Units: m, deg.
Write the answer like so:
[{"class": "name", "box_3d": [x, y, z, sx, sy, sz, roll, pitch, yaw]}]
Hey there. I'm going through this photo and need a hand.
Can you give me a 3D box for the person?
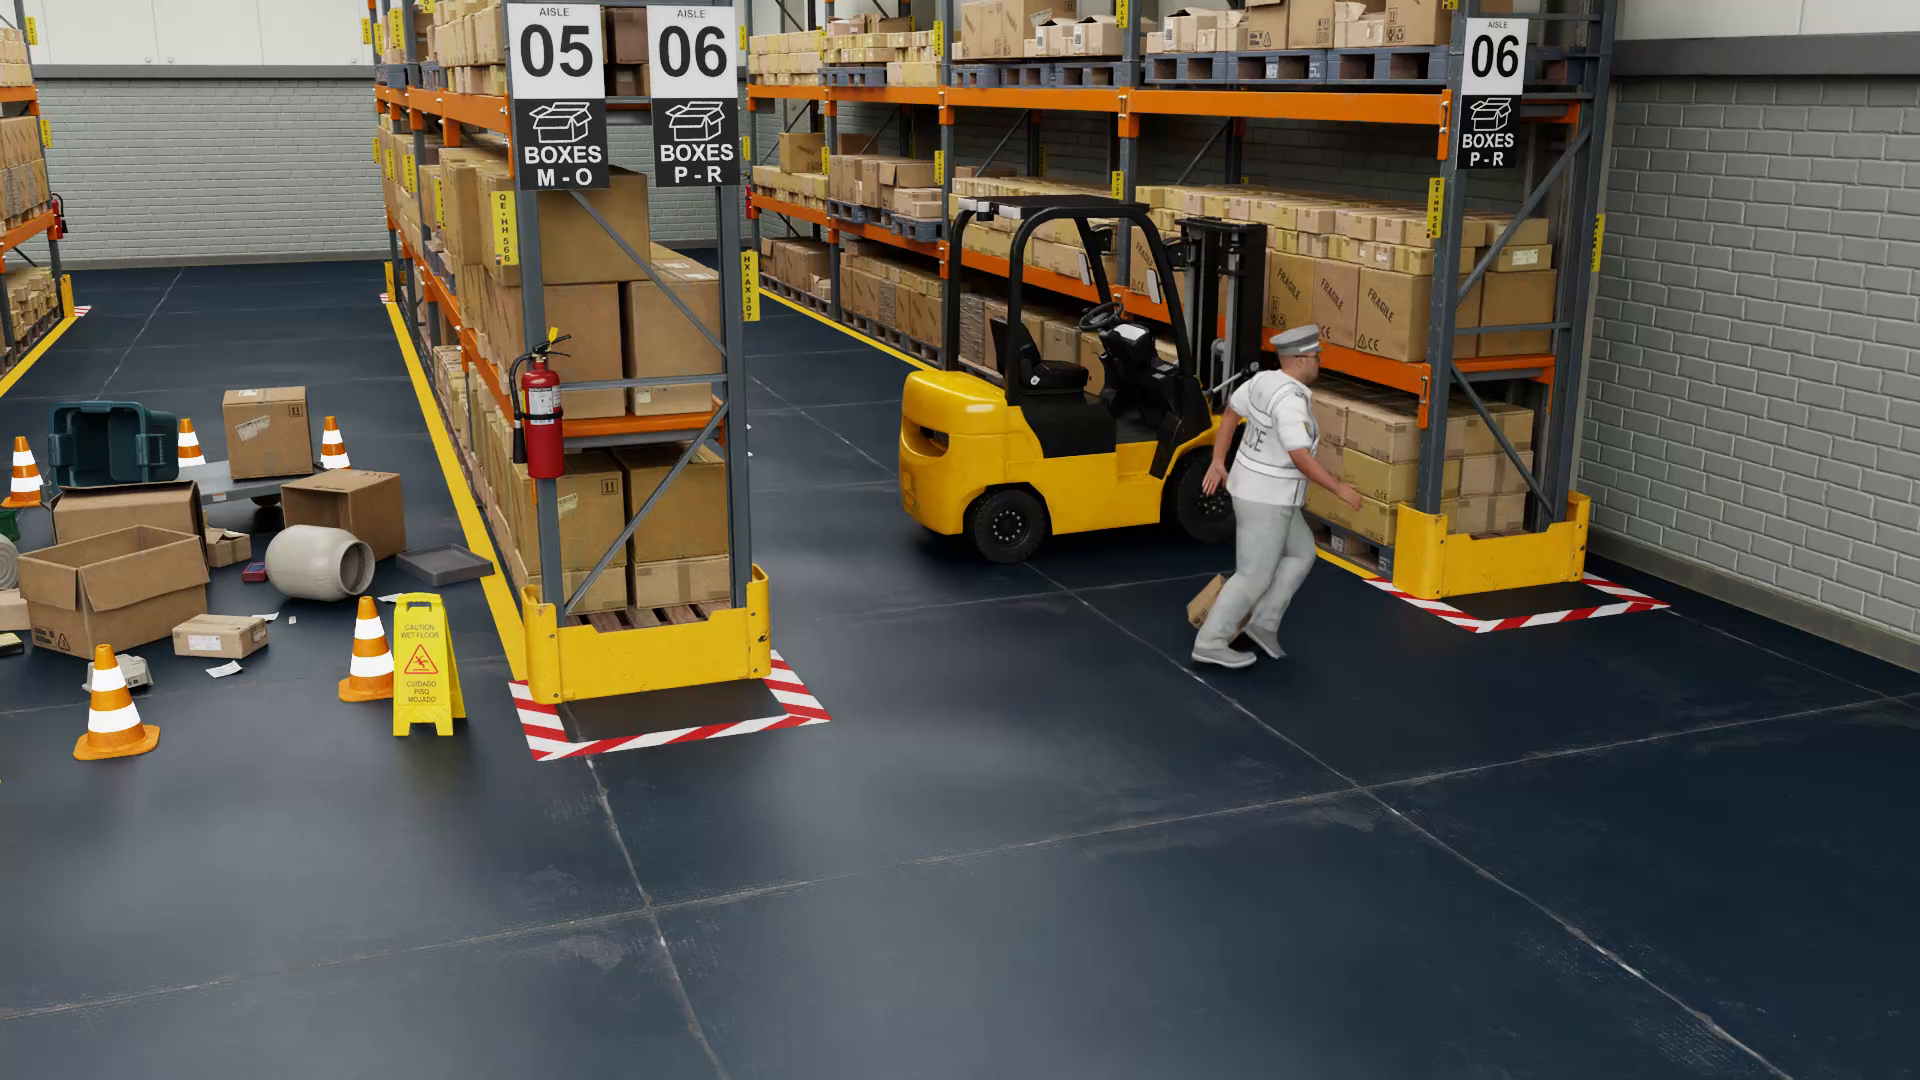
[{"class": "person", "box_3d": [1.571, -0.184, 8.318, 0.792, 1.799, 0.702, 0, 15, -1]}]
